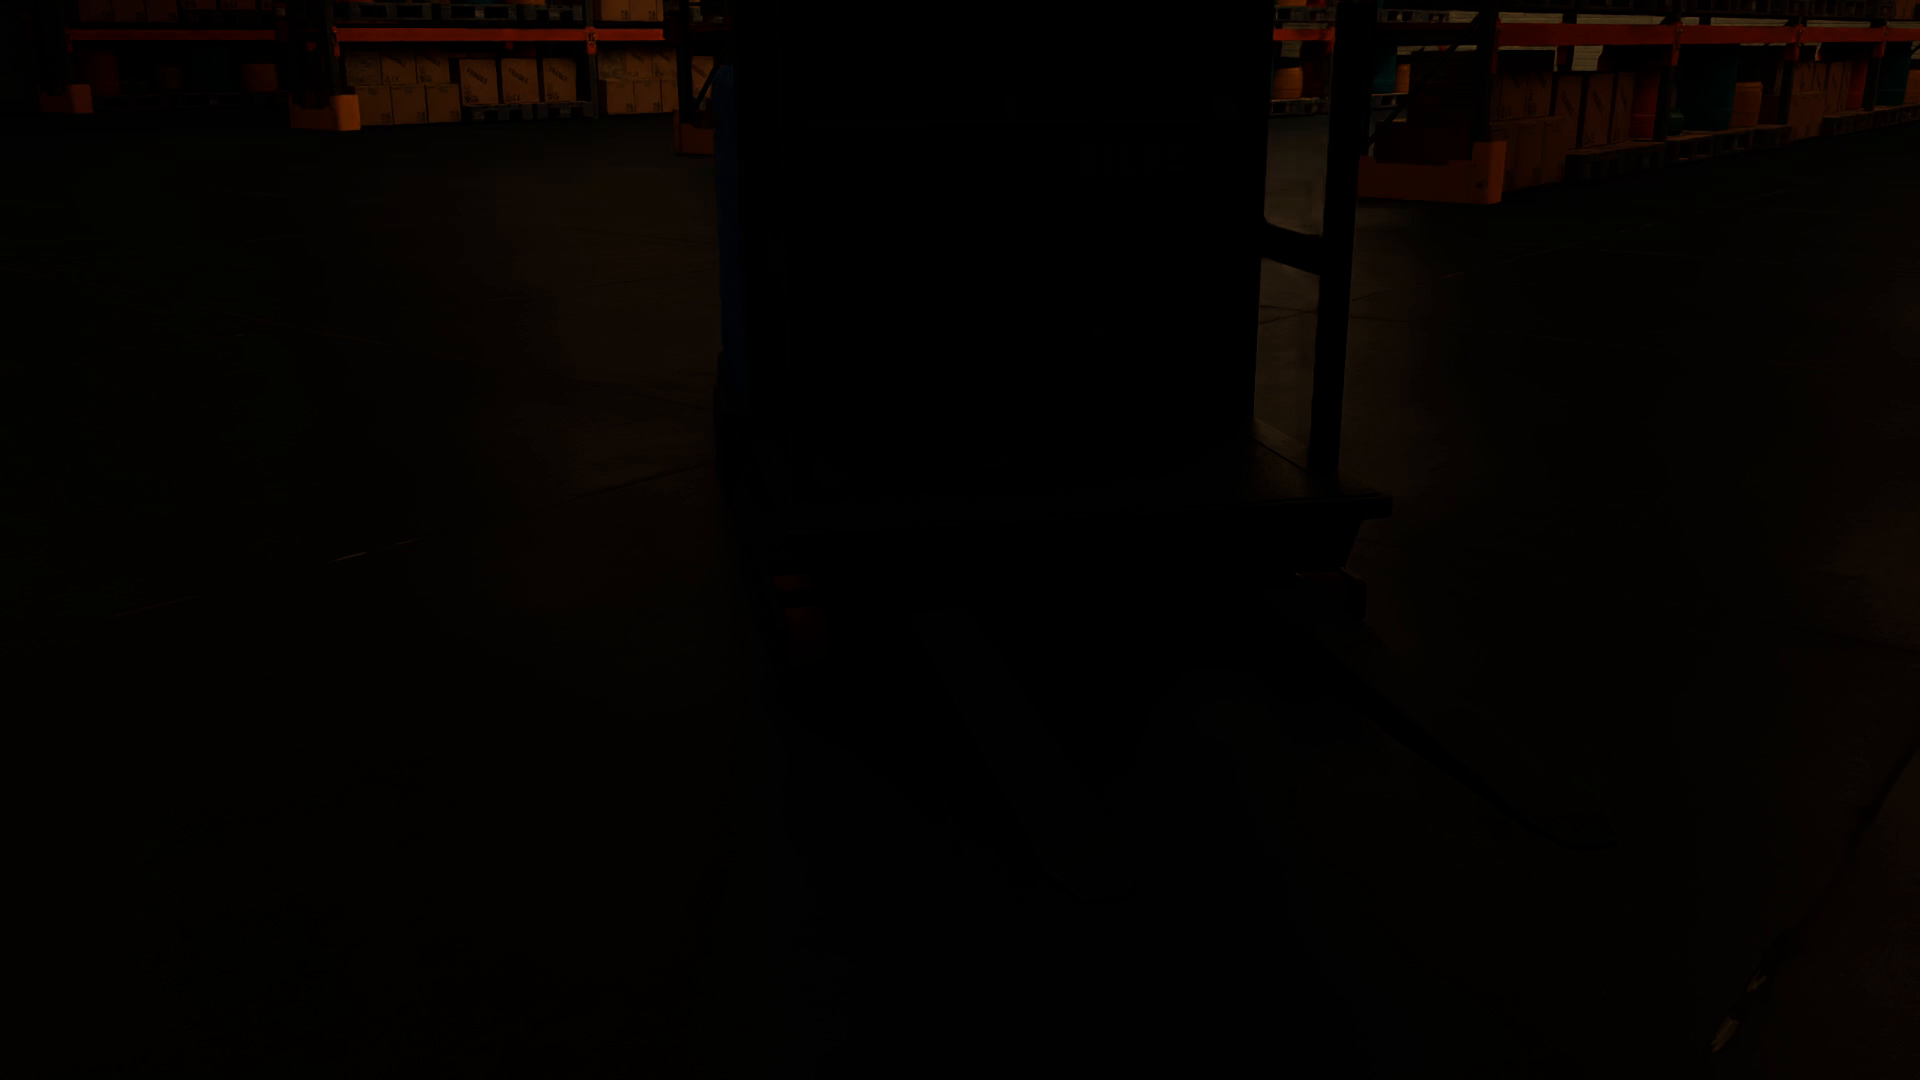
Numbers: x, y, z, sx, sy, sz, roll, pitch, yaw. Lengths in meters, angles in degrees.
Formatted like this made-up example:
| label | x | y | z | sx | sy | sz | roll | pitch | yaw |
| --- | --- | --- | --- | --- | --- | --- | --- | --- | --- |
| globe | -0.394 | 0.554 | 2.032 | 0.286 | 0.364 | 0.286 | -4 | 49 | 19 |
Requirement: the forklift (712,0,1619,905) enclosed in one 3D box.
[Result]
| label | x | y | z | sx | sy | sz | roll | pitch | yaw |
| --- | --- | --- | --- | --- | --- | --- | --- | --- | --- |
| forklift | 0.147 | -1.238 | 2.974 | 1.130 | 2.935 | 3.031 | -4 | 17 | -11 |
